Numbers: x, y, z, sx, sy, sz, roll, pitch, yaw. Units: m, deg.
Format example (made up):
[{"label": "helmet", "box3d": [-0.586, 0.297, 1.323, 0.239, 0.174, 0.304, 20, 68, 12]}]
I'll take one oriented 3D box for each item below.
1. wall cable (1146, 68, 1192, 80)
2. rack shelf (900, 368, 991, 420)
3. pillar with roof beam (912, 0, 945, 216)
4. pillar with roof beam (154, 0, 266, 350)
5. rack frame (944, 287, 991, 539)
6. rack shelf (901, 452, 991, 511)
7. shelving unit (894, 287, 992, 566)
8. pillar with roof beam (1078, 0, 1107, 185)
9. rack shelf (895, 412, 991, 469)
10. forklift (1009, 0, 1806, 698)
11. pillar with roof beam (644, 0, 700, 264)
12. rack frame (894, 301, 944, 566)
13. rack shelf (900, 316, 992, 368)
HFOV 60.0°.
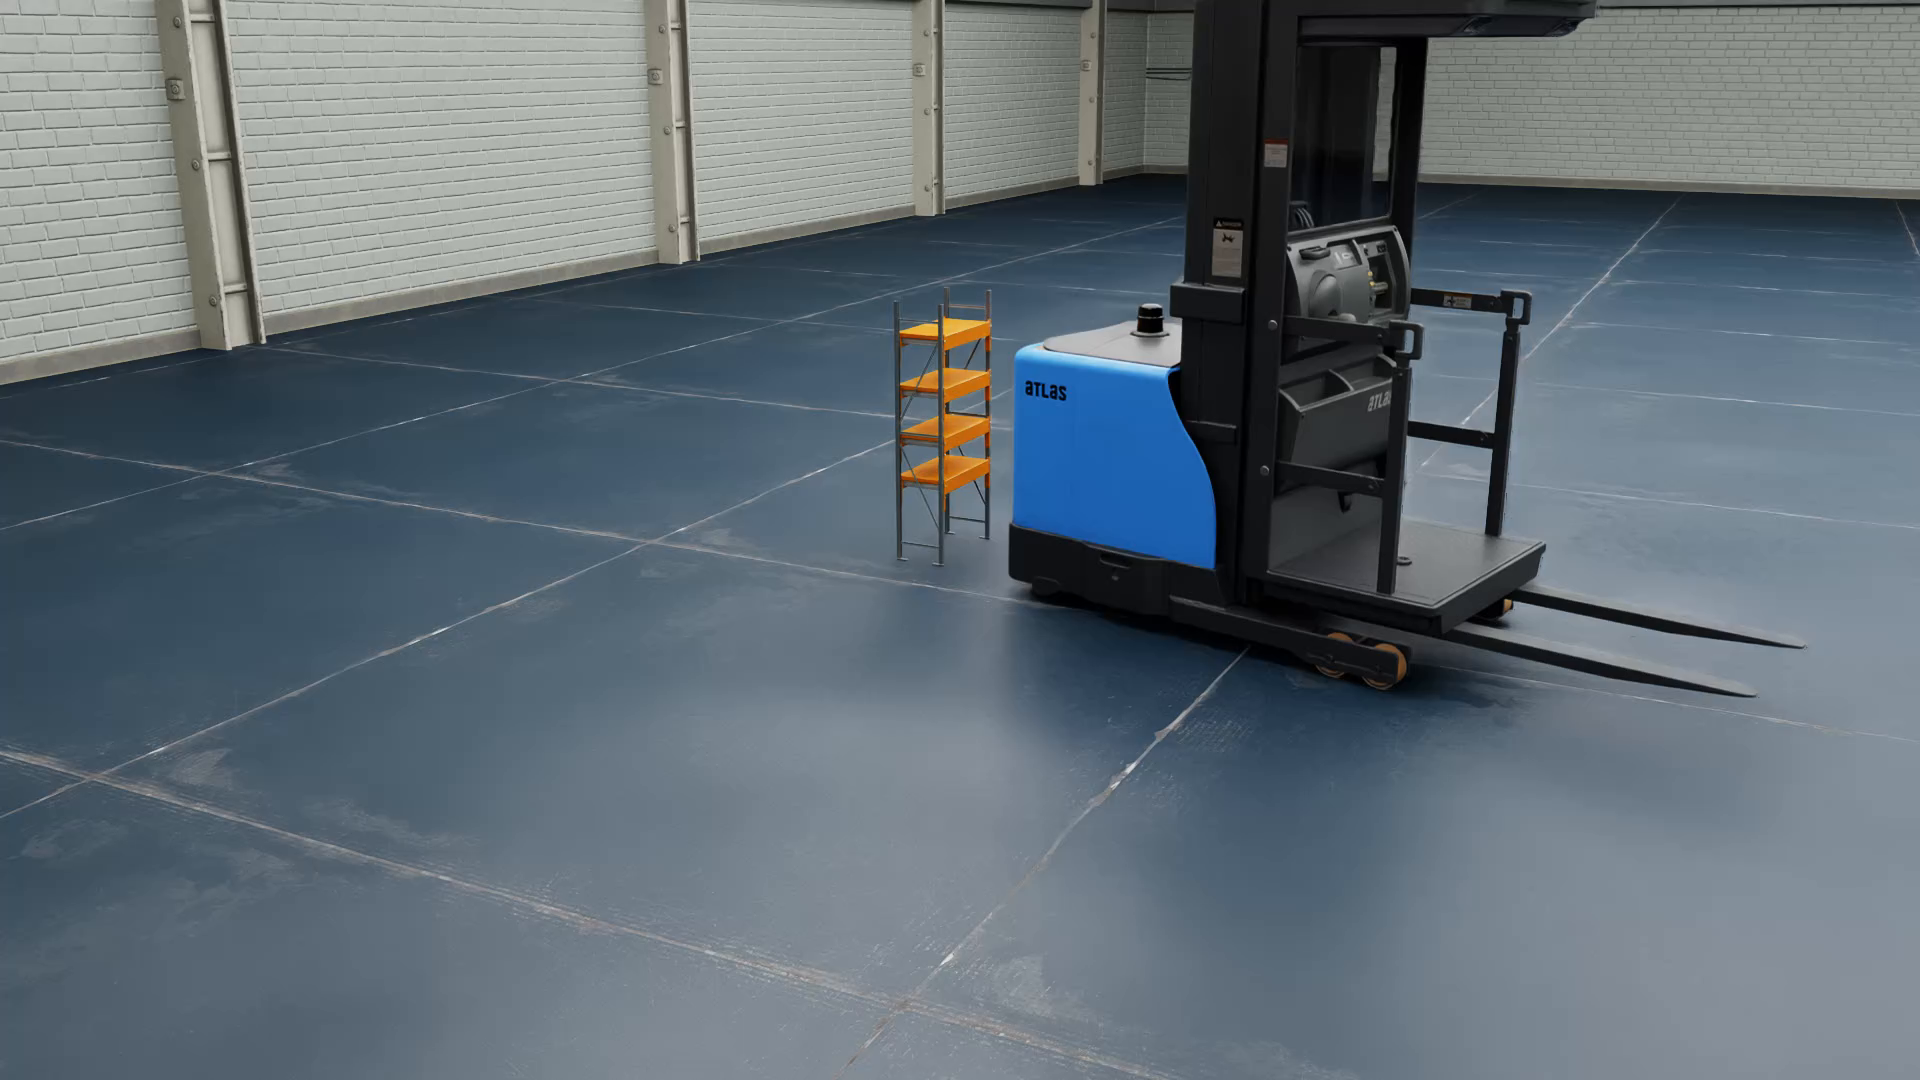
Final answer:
[{"label": "wall cable", "box3d": [4.746, -9.548, 29.819, 3.097, 2.526, 0.112, 8, 18, 25]}, {"label": "rack shelf", "box3d": [-0.074, -0.683, 7.667, 0.258, 0.148, 0.480, 8, 18, 25]}, {"label": "pillar with roof beam", "box3d": [3.417, -8.378, 20.427, 9.100, 9.000, 0.400, 8, 18, 25]}, {"label": "pillar with roof beam", "box3d": [-1.945, -5.322, 10.136, 9.100, 9.000, 0.400, 8, 18, 25]}, {"label": "rack frame", "box3d": [0.035, -0.595, 7.921, 0.240, 1.200, 0.015, 8, 18, 25]}, {"label": "rack shelf", "box3d": [-0.074, -0.278, 7.787, 0.258, 0.148, 0.480, 8, 18, 25]}, {"label": "shelving unit", "box3d": [-0.074, -0.533, 7.712, 0.258, 1.200, 0.503, 8, 18, 25]}, {"label": "pillar with roof beam", "box3d": [6.098, -9.906, 25.573, 9.100, 9.000, 0.400, 8, 18, 25]}, {"label": "rack shelf", "box3d": [-0.074, -0.469, 7.731, 0.258, 0.148, 0.480, 8, 18, 25]}, {"label": "forklift", "box3d": [1.671, -1.021, 6.314, 3.031, 2.935, 1.130, 13, 21, 38]}, {"label": "pillar with roof beam", "box3d": [0.736, -6.850, 15.282, 9.100, 9.000, 0.400, 8, 18, 25]}, {"label": "rack frame", "box3d": [-0.183, -0.471, 7.502, 0.240, 1.200, 0.015, 8, 18, 25]}, {"label": "rack shelf", "box3d": [-0.074, -0.910, 7.600, 0.258, 0.148, 0.480, 8, 18, 25]}]
